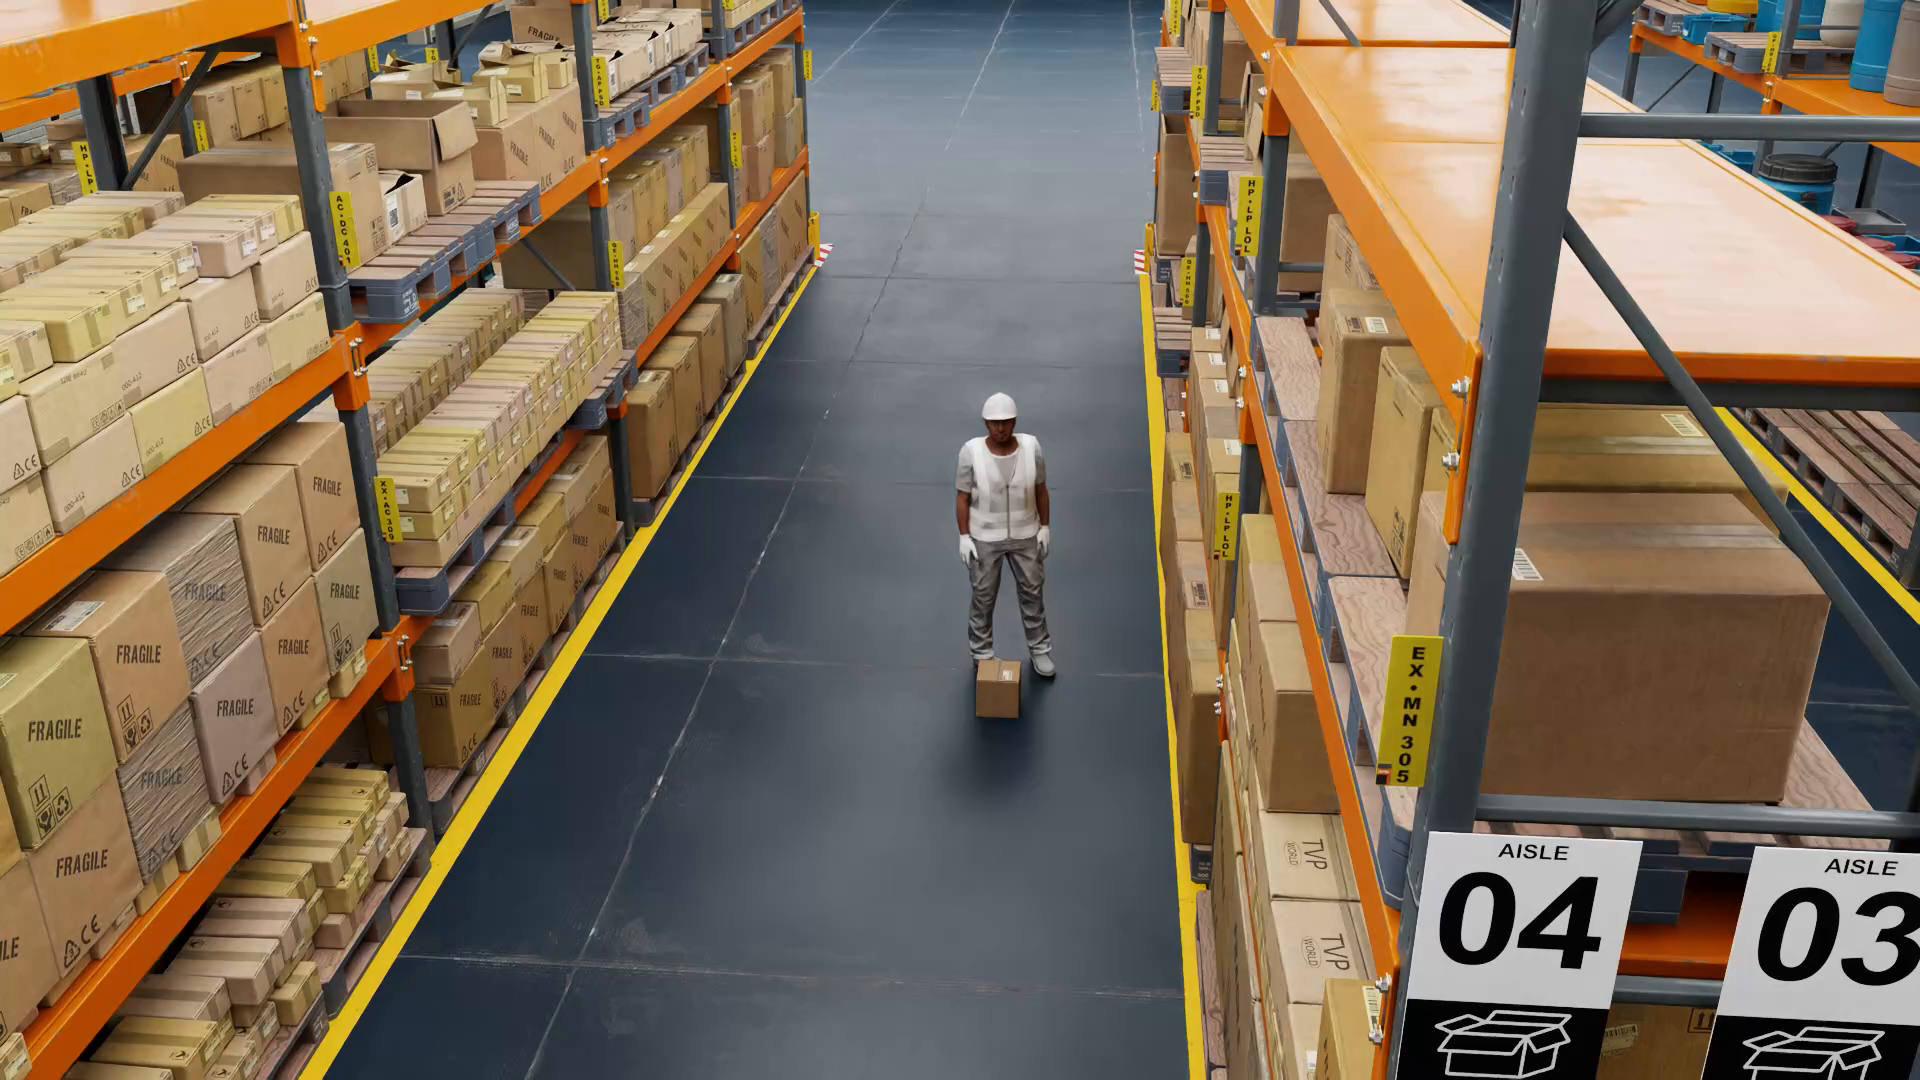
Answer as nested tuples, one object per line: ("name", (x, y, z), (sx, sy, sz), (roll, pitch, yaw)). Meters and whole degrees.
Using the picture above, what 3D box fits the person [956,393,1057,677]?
("person", (0.286, -0.018, 10.001), (0.602, 1.792, 0.405), (-5, 25, -10))
